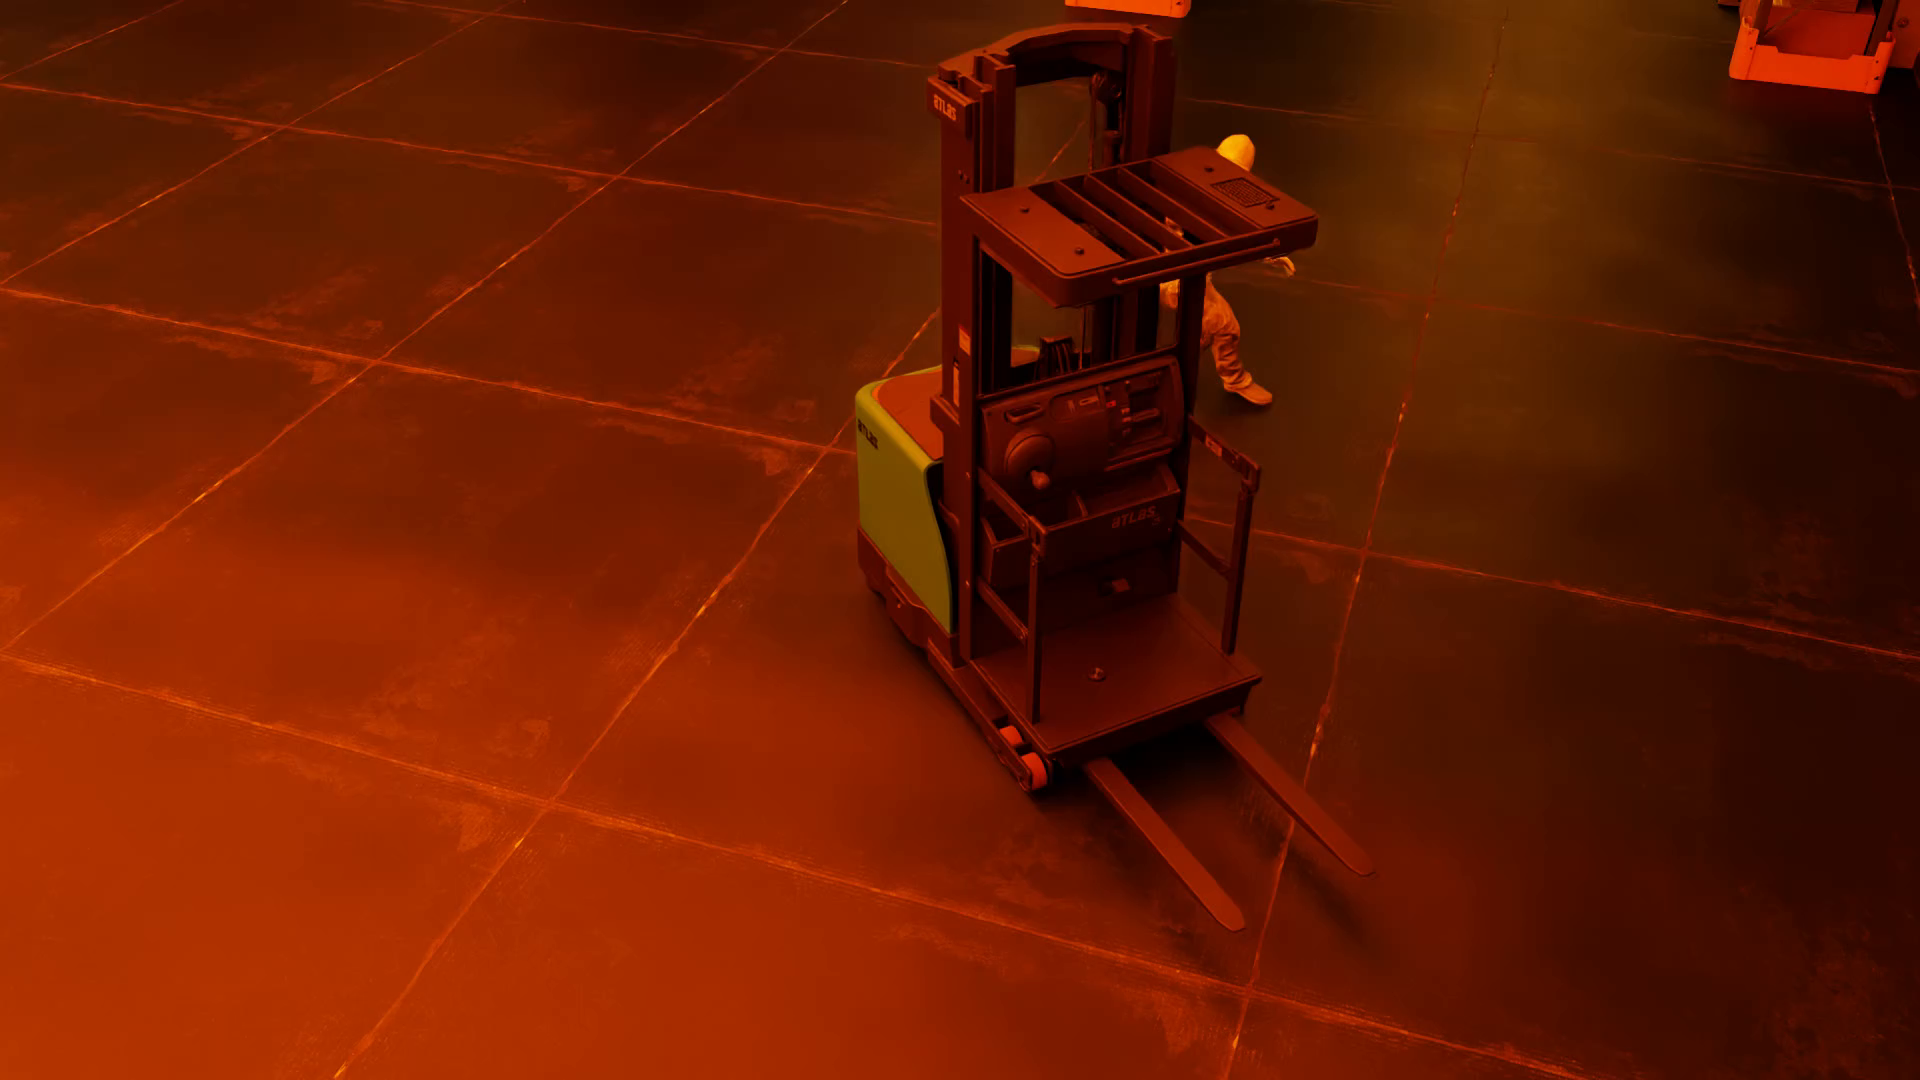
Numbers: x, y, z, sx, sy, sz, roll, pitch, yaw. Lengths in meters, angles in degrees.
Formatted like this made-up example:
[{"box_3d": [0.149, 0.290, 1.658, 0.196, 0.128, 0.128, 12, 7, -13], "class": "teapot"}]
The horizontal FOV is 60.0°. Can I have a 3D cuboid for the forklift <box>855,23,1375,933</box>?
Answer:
[{"box_3d": [0.617, -0.416, 6.698, 1.130, 2.935, 3.031, -17, 39, -22], "class": "forklift"}]

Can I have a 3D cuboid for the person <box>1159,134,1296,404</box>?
[{"box_3d": [1.443, -1.433, 9.271, 0.810, 1.613, 0.808, 9, 36, 13], "class": "person"}]
